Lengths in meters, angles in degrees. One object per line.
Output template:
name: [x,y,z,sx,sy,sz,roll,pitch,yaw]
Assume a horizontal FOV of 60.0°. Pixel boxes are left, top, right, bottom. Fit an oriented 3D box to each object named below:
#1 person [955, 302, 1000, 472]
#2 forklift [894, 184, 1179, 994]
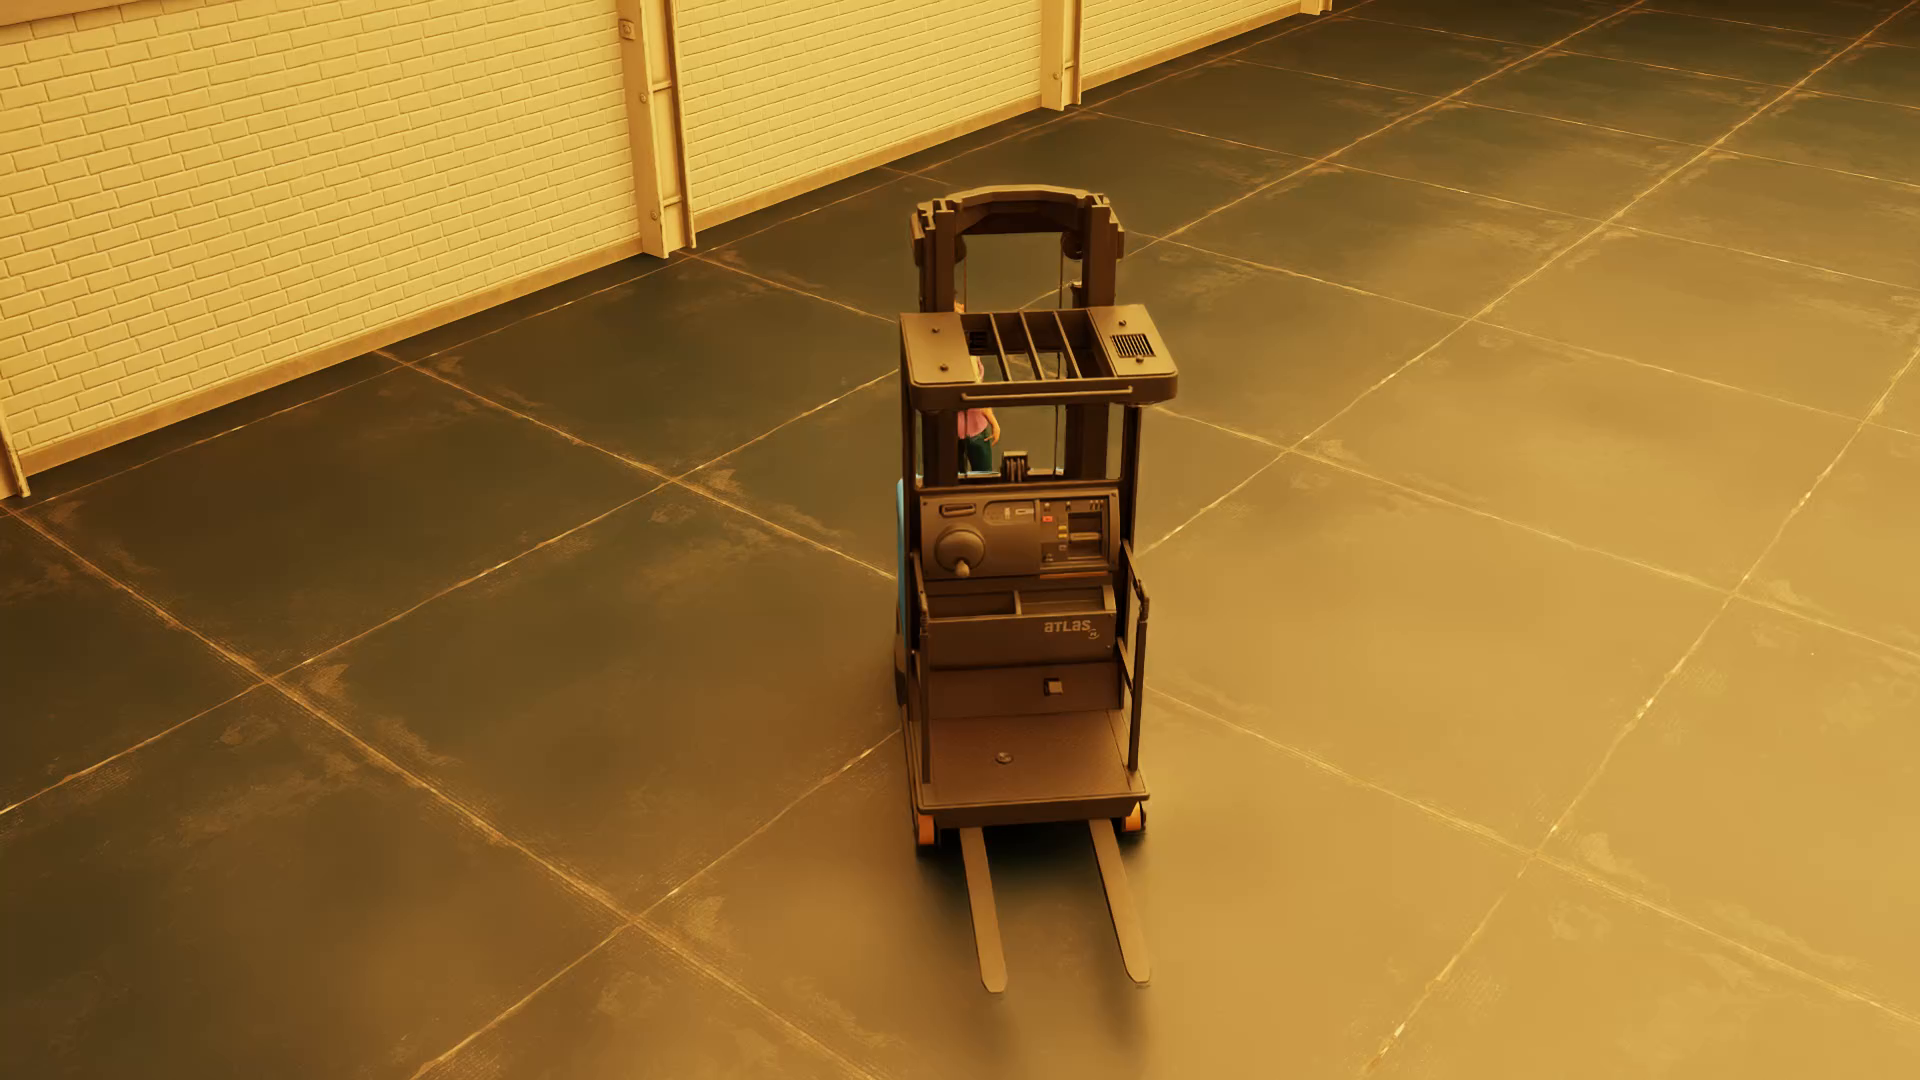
person: [0.058,-0.721,10.135,0.519,1.598,0.475,22,37,33]
forklift: [0.304,0.020,7.561,1.130,2.935,3.031,-3,30,-5]
